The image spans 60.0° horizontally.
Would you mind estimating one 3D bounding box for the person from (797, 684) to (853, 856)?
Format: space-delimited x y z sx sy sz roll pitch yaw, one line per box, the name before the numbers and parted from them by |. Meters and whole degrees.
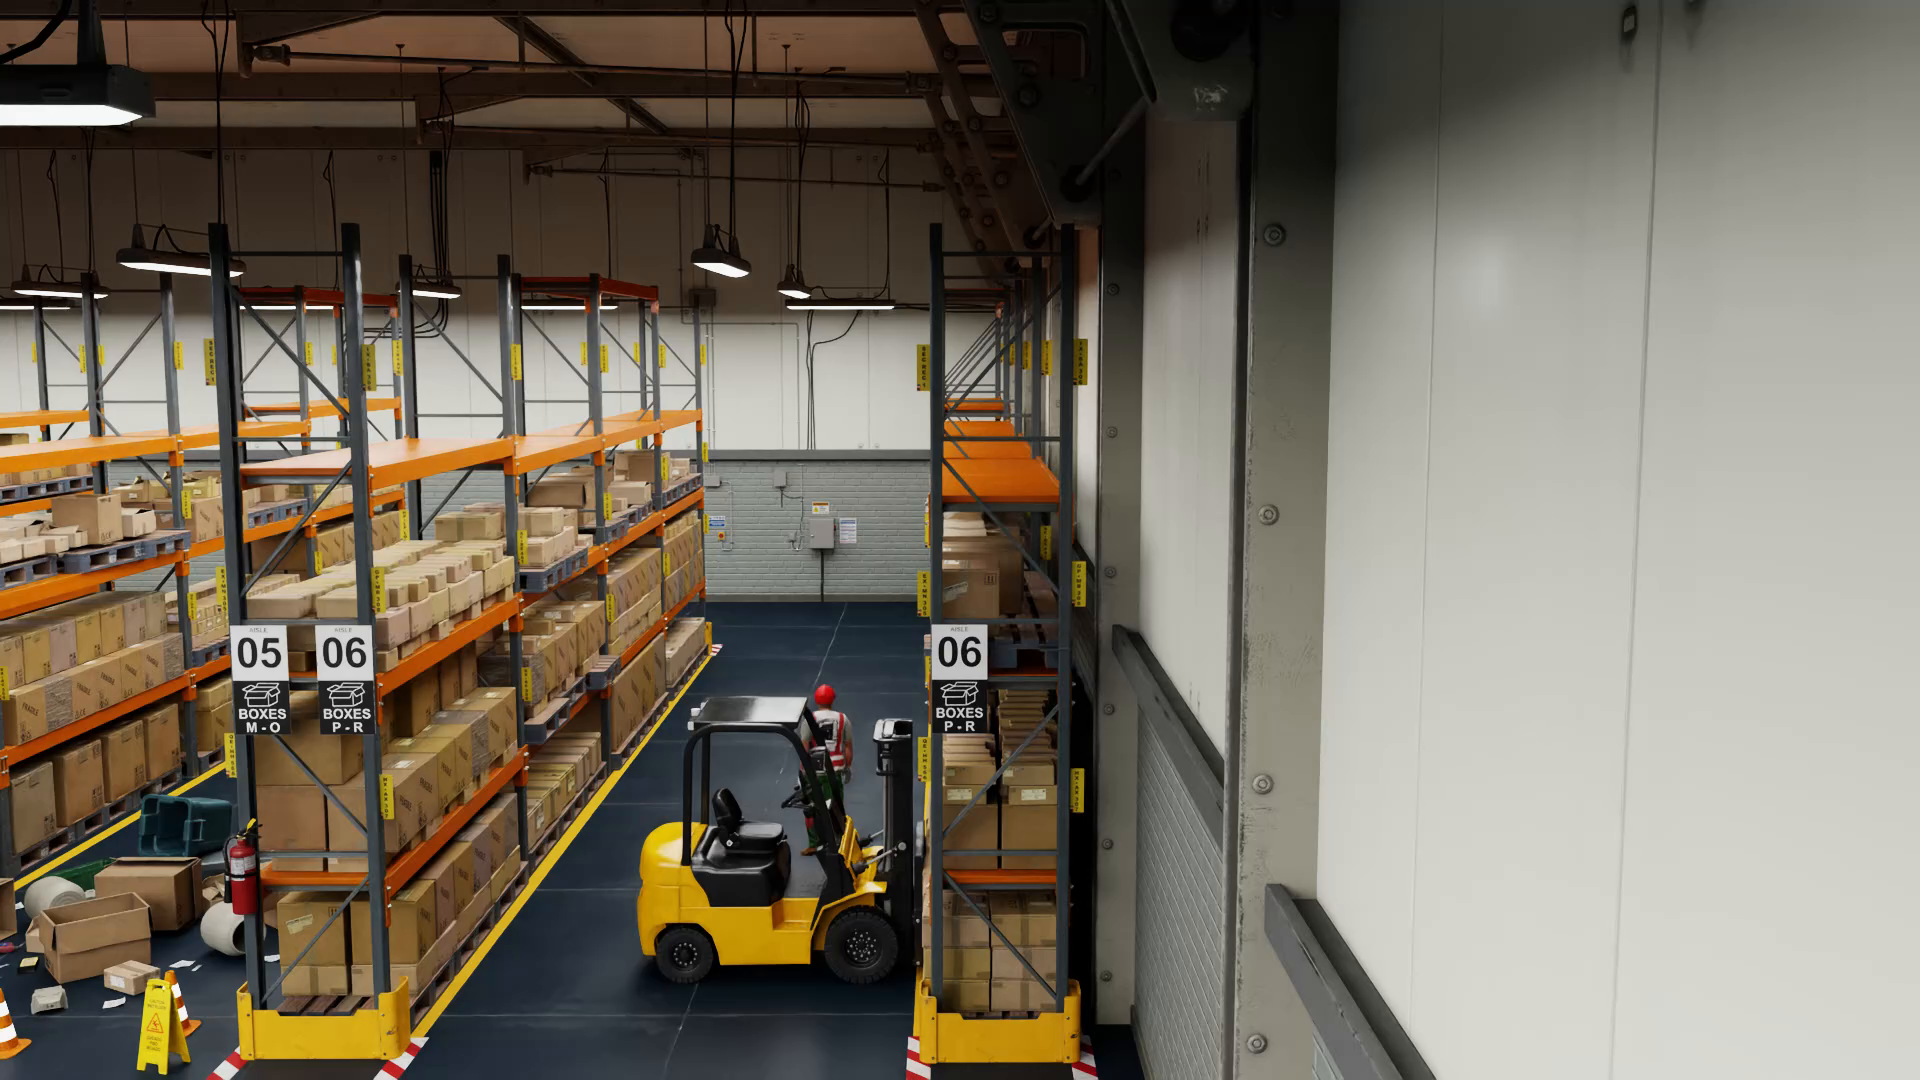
person | -1.352 2.347 16.699 0.586 1.808 0.542 -2 7 -14
